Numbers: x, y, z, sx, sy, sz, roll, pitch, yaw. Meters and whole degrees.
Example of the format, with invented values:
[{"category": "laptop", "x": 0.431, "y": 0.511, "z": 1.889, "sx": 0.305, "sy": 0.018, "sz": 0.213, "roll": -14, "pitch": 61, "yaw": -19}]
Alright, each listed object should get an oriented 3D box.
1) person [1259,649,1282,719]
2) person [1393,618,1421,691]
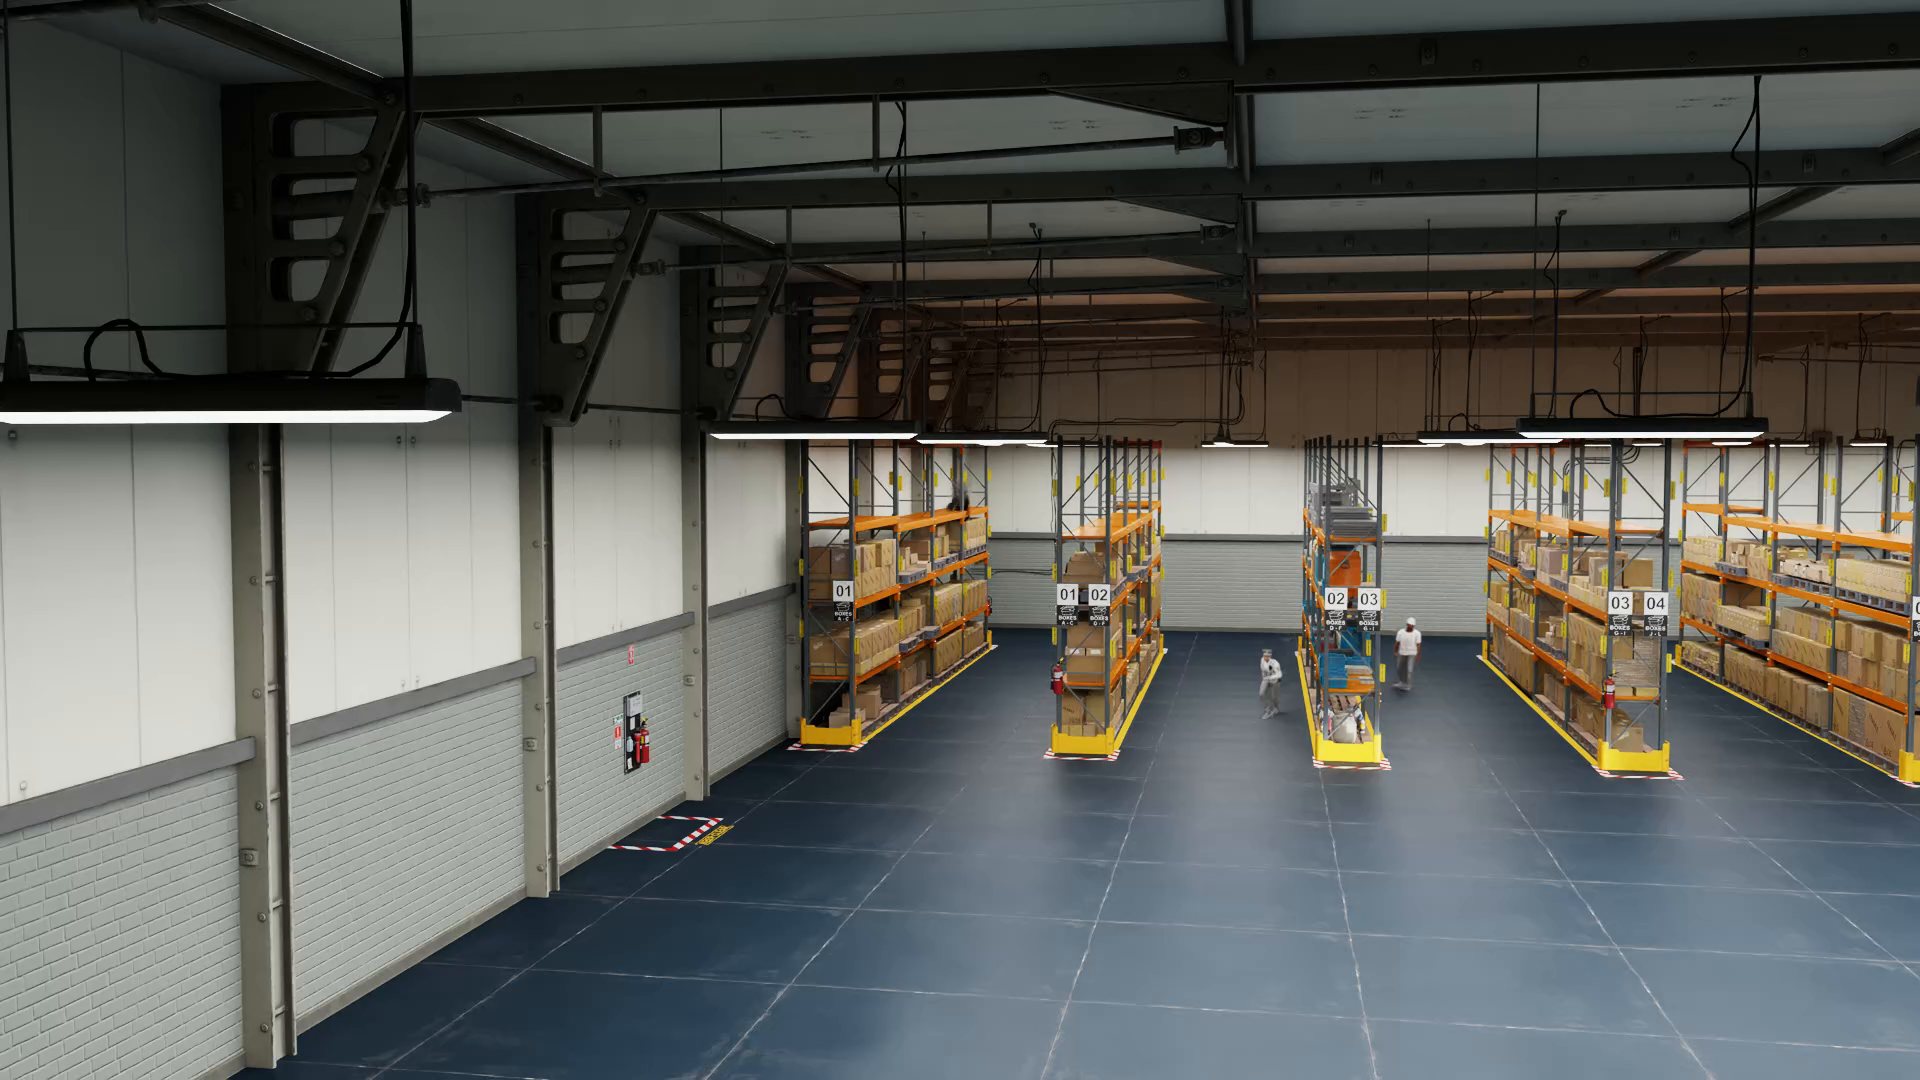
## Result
[{"category": "person", "x": 6.660, "y": 3.036, "z": 35.475, "sx": 0.607, "sy": 1.489, "sz": 1.029, "roll": 2, "pitch": 4, "yaw": 32}, {"category": "person", "x": 10.636, "y": 2.706, "z": 39.570, "sx": 0.664, "sy": 1.748, "sz": 0.486, "roll": 2, "pitch": 4, "yaw": 30}]
